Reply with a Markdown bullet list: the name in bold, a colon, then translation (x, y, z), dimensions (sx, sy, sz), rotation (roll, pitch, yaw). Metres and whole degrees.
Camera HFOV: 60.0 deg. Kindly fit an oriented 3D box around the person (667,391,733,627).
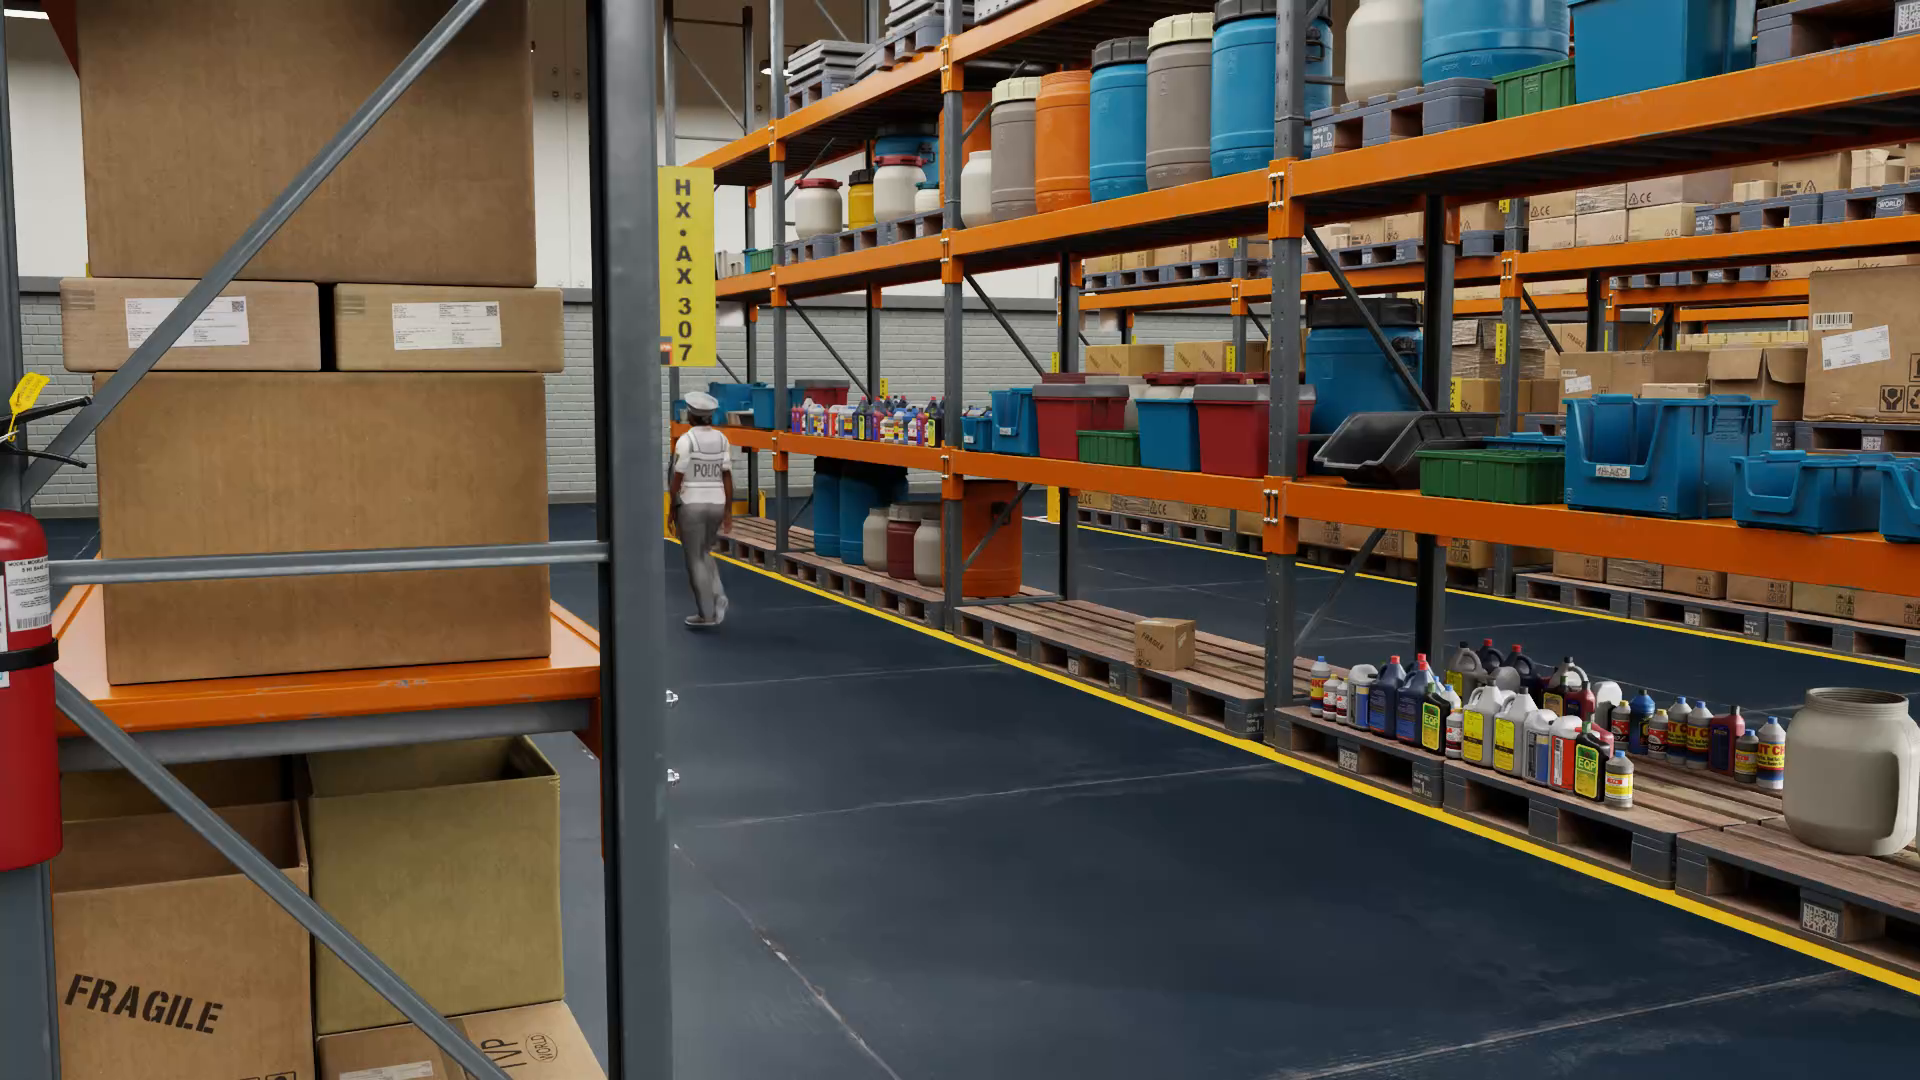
- **person**: translation (-1.898, -0.211, 11.946), dimensions (0.441, 1.714, 0.440), rotation (5, 7, 42)
